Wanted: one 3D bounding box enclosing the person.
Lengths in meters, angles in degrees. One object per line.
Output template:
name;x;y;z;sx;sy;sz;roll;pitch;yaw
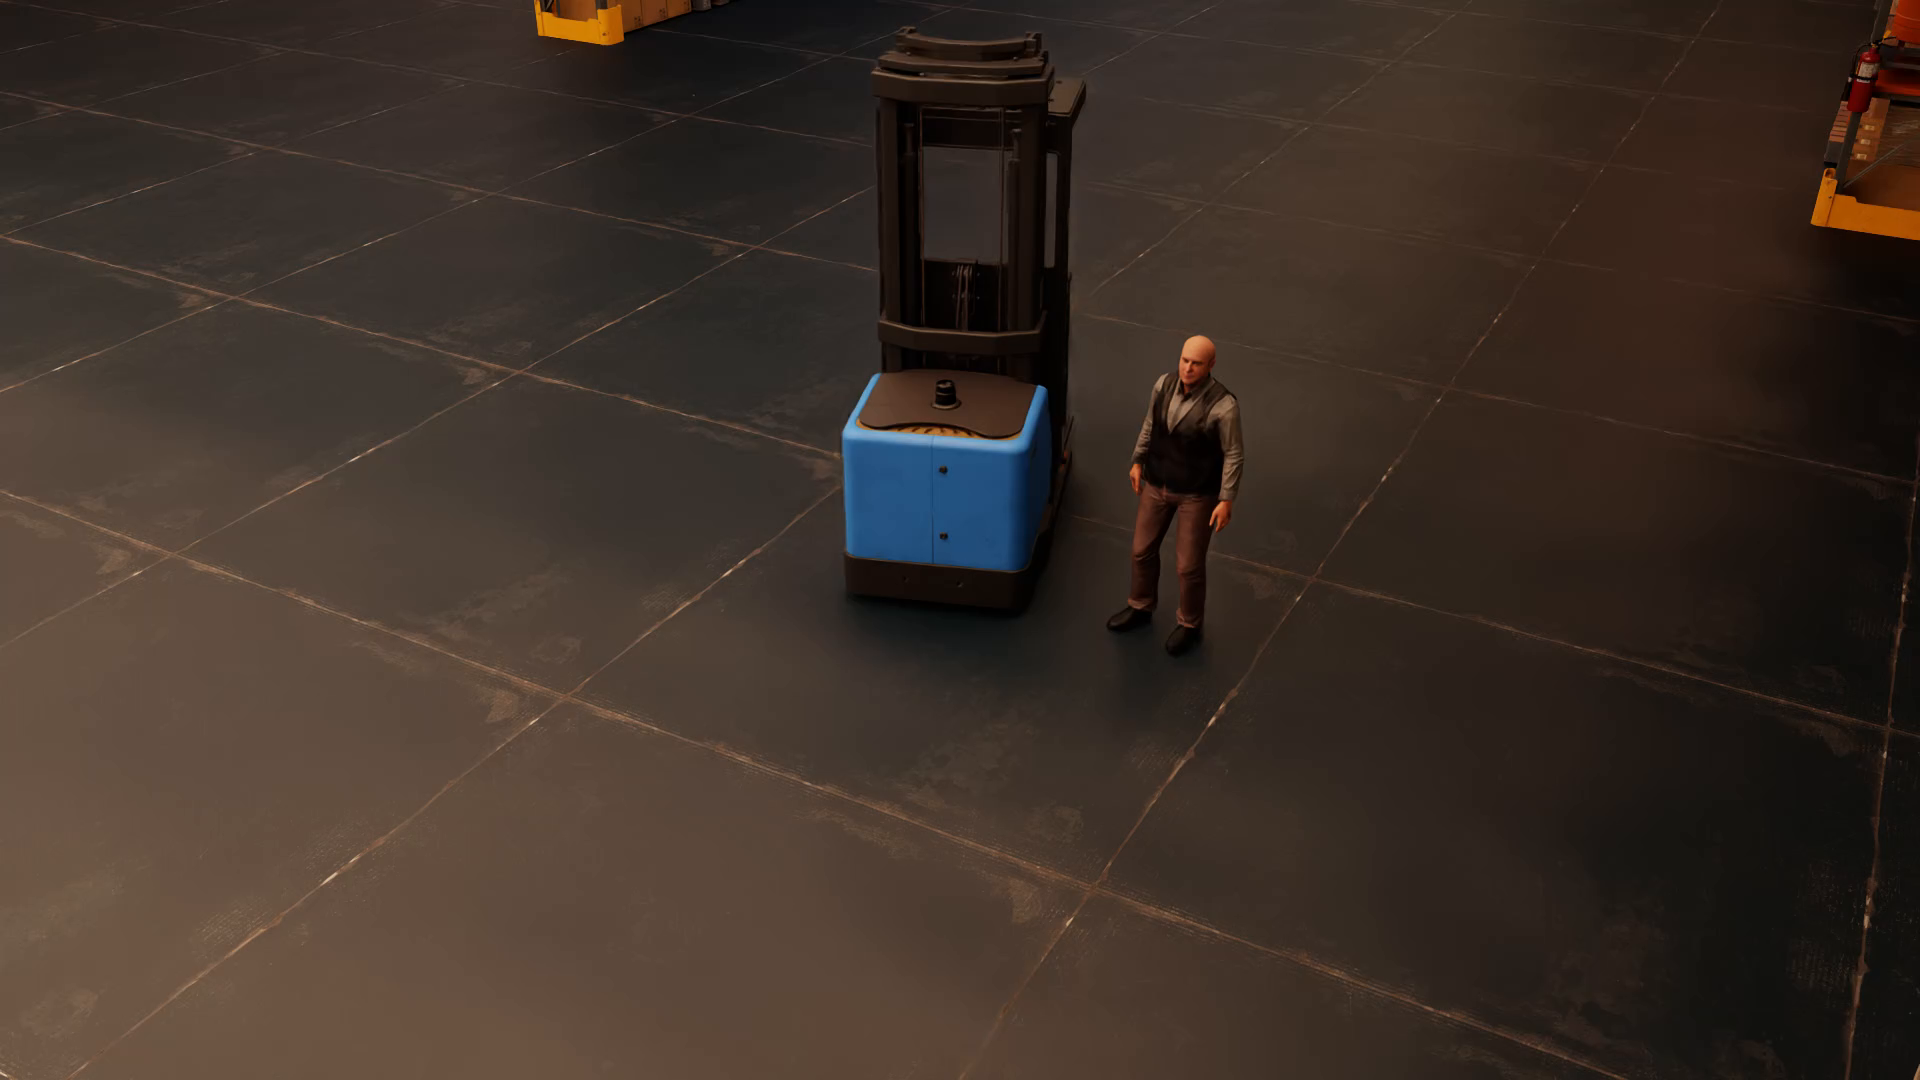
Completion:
person;1.141;-0.247;8.711;0.663;1.721;0.453;24;38;35

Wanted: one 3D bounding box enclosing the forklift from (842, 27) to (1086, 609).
forklift;0.118;-1.606;9.853;1.130;2.935;3.031;5;30;9
